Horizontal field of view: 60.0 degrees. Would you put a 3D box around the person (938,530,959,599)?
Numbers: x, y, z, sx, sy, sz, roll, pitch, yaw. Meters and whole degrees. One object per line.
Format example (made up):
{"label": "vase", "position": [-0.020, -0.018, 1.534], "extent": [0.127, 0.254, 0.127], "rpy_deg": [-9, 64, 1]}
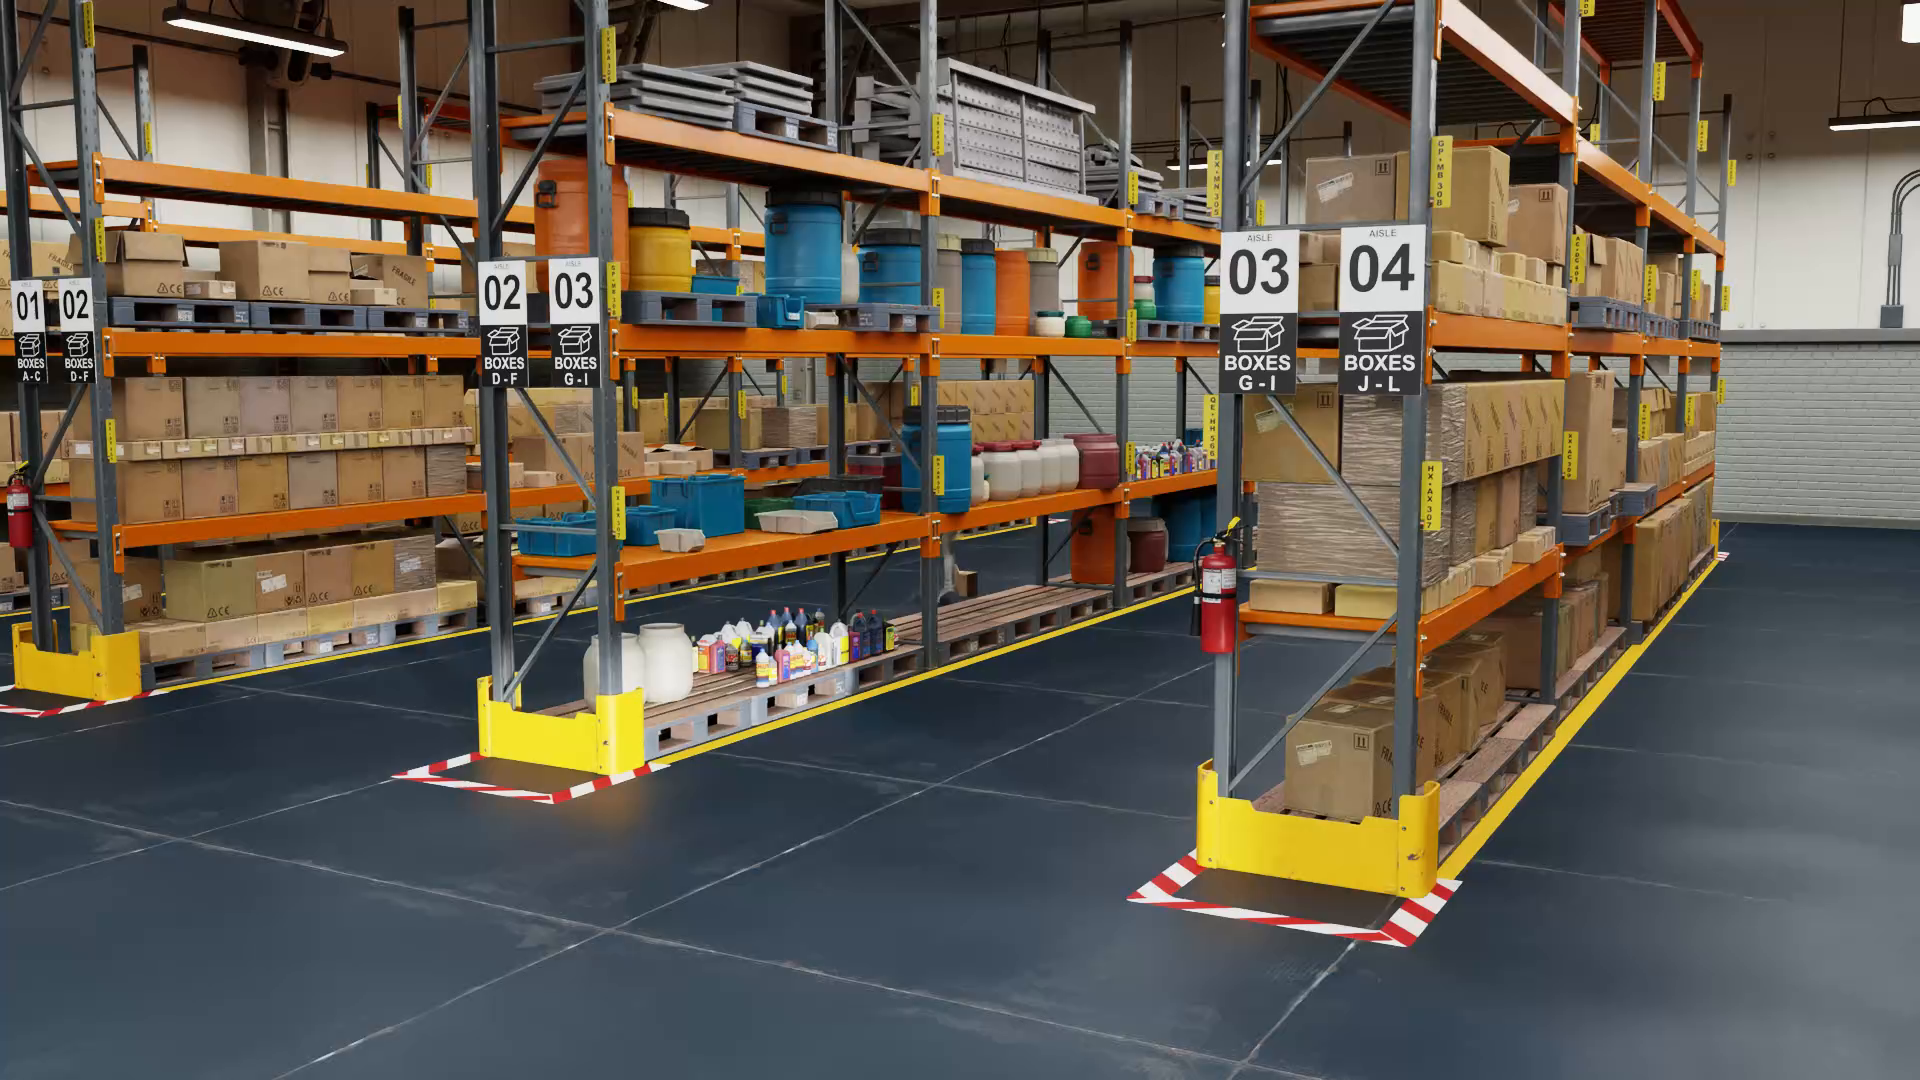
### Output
{"label": "person", "position": [-0.242, -0.187, 17.954], "extent": [0.527, 1.672, 0.566], "rpy_deg": [1, 6, 6]}
